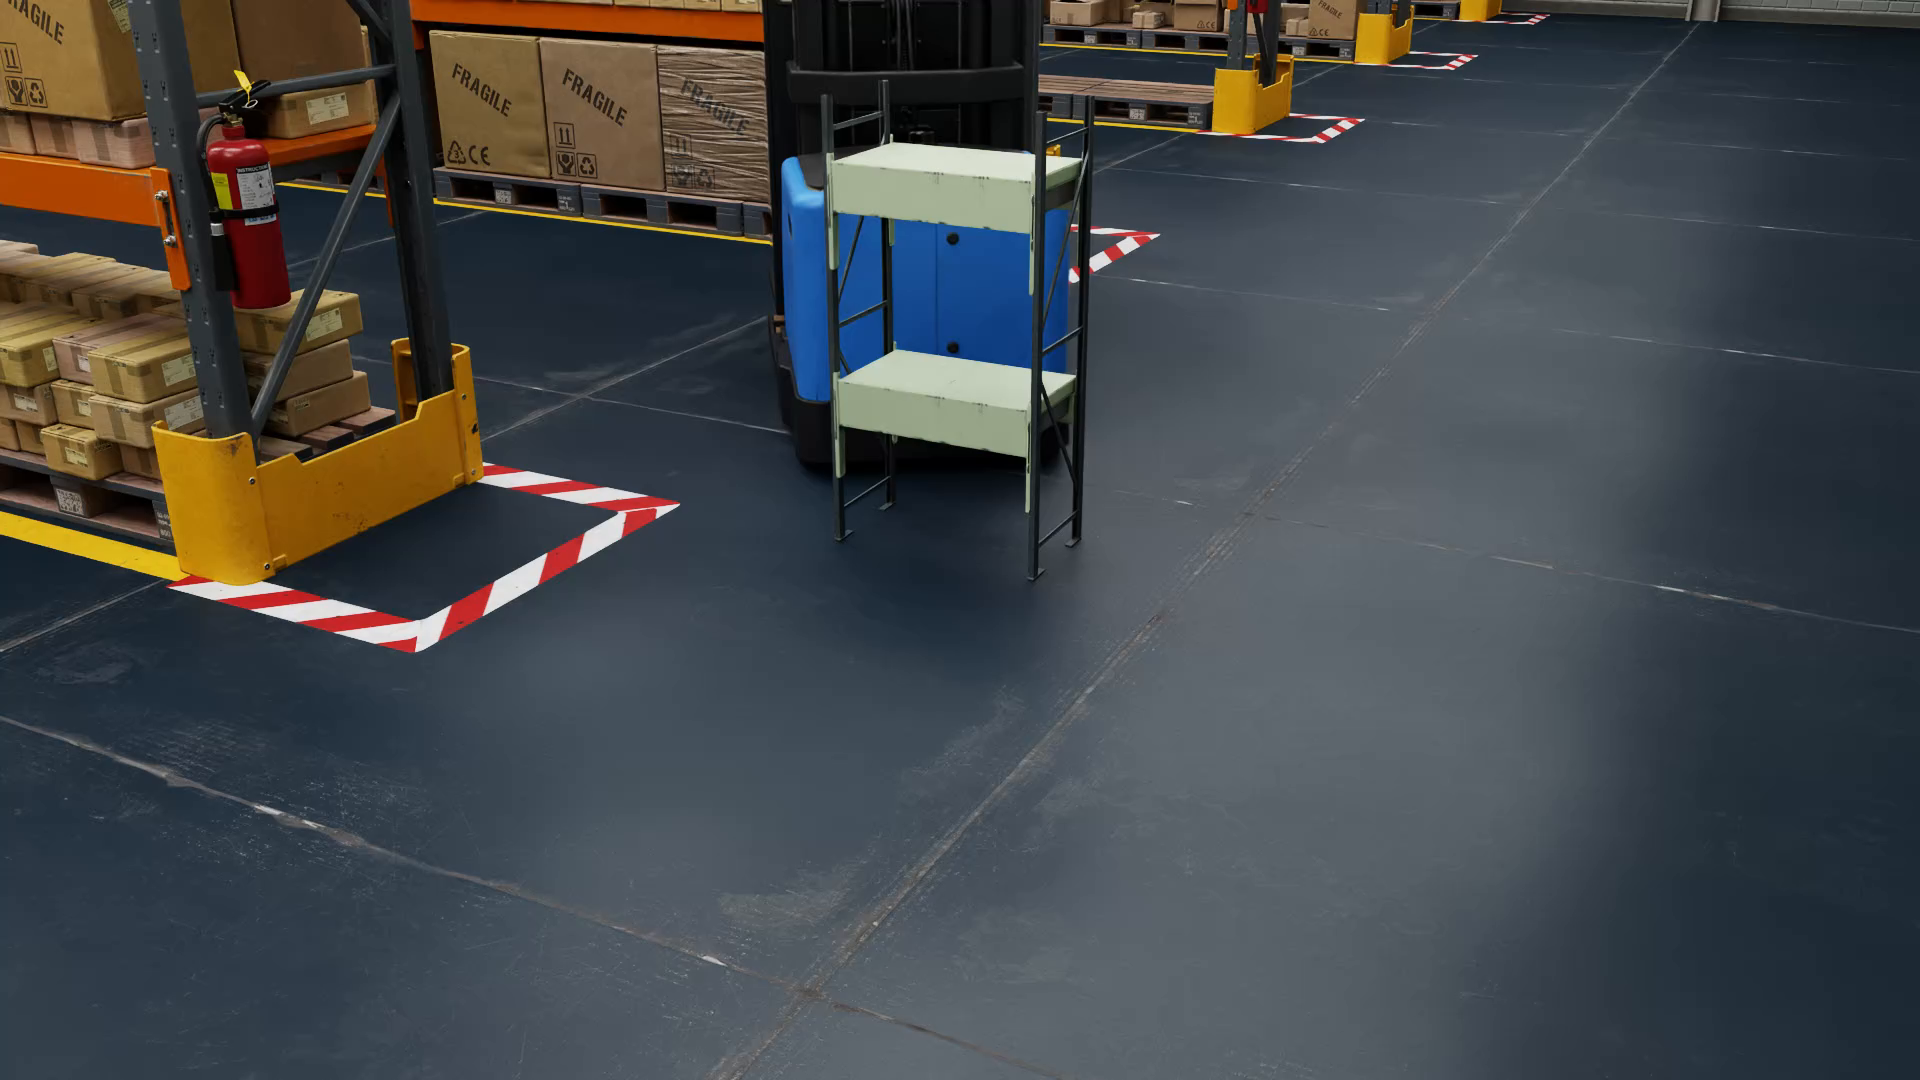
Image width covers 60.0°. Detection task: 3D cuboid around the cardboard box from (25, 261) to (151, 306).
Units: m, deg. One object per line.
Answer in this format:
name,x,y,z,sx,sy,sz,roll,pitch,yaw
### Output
cardboard box,-3.418,-0.973,6.550,0.250,0.149,0.380,12,26,27

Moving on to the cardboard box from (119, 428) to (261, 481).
cardboard box,-2.699,-0.345,5.834,0.250,0.149,0.380,12,26,25

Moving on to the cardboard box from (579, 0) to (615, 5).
cardboard box,-2.106,-3.351,10.119,0.250,0.149,0.380,12,26,25

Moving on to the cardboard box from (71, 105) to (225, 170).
cardboard box,-2.553,-1.287,5.263,0.250,0.149,0.380,11,25,25

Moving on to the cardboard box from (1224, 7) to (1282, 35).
cardboard box,3.236,-5.742,18.371,0.500,0.250,0.500,11,25,25

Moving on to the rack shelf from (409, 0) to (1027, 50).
rack shelf,-1.592,-3.180,10.314,4.000,0.370,1.077,11,25,25

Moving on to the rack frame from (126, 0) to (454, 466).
rack frame,-2.135,-1.443,5.311,0.127,3.000,1.000,11,25,25

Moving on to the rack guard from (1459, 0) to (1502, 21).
rack guard,6.920,-7.193,22.025,0.348,0.500,1.175,11,25,25

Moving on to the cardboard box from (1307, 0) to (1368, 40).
cardboard box,4.070,-5.679,17.903,0.500,0.500,0.500,11,25,25

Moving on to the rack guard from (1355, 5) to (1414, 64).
rack guard,4.599,-5.480,17.997,0.348,0.500,1.175,11,25,25

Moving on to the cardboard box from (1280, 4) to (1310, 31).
cardboard box,3.863,-5.837,18.595,0.500,0.250,0.500,11,25,25

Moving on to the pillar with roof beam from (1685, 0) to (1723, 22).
pillar with roof beam,7.756,-9.430,16.426,0.400,9.000,9.100,11,25,25

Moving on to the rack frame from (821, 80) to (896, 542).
rack frame,-0.333,-0.756,5.611,0.023,1.500,0.400,11,25,25

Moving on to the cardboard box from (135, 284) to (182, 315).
cardboard box,-2.916,-0.905,6.392,0.250,0.149,0.380,11,25,24

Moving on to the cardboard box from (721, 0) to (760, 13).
cardboard box,-1.185,-3.170,9.692,0.250,0.149,0.380,11,25,23

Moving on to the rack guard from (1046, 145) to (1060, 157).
rack guard,0.215,-2.003,9.822,0.348,0.500,1.175,11,25,25

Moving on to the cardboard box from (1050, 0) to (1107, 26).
cardboard box,1.374,-6.139,19.225,0.500,0.311,0.500,11,25,25

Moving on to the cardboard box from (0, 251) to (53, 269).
cardboard box,-3.900,-1.046,6.723,0.250,0.149,0.380,11,26,25

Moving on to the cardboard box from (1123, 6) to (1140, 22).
cardboard box,2.095,-6.167,19.499,0.250,0.149,0.380,11,25,25

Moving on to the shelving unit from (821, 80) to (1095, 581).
shelving unit,-0.006,-0.691,5.459,0.755,1.500,0.431,11,25,25

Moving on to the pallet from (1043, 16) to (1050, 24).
pallet,0.354,-6.170,19.990,1.213,0.211,1.003,11,25,25

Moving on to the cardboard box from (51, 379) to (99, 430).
cardboard box,-2.944,-0.520,5.866,0.250,0.149,0.380,11,25,23

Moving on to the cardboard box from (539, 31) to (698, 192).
cardboard box,-2.020,-2.776,10.623,0.875,0.875,0.875,11,25,25

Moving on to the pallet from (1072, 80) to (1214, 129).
pallet,1.710,-3.764,14.330,1.213,0.211,1.003,11,25,25

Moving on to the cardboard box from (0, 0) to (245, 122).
cardboard box,-2.652,-1.616,5.208,0.500,0.500,0.500,12,26,26

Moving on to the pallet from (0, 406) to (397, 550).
pallet,-2.912,-0.329,6.255,1.213,0.211,1.003,11,25,25

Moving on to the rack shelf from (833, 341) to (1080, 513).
rack shelf,-0.006,-0.391,5.587,0.720,0.370,0.431,11,25,25

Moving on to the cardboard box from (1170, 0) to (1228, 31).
cardboard box,2.776,-6.047,18.764,0.637,0.503,0.797,11,25,25

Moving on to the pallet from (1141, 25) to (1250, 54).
pallet,2.802,-5.703,18.891,1.213,0.211,1.003,11,25,25

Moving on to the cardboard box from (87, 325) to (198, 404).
cardboard box,-2.722,-0.603,5.682,0.250,0.149,0.380,12,26,25

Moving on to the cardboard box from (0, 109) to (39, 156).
cardboard box,-2.989,-1.383,5.489,0.250,0.149,0.380,11,25,24

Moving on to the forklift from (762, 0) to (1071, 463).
forklift,-0.308,-2.180,7.132,1.130,2.935,3.031,-3,23,-8

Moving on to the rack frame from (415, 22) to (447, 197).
rack frame,-3.376,-3.864,11.003,0.127,3.000,1.000,11,25,25

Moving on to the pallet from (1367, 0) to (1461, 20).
pallet,6.149,-7.178,22.359,1.213,0.211,1.003,11,25,25

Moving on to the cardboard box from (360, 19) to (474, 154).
cardboard box,-3.957,-3.186,11.586,0.875,0.875,1.225,11,26,25

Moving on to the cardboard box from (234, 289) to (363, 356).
cardboard box,-2.449,-0.810,6.167,0.250,0.149,0.380,10,25,22

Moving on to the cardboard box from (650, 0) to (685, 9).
cardboard box,-1.637,-3.260,9.904,0.250,0.149,0.380,12,26,26

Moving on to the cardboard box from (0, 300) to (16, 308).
cardboard box,-3.676,-0.765,6.062,0.250,0.149,0.380,12,26,26

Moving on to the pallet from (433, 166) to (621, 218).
pallet,-2.733,-2.419,11.169,1.213,0.211,1.003,11,25,25

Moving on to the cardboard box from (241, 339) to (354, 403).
cardboard box,-2.487,-0.644,6.157,0.250,0.149,0.380,12,26,27

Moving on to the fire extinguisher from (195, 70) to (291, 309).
fire extinguisher,-2.118,-1.030,4.915,0.183,0.674,0.296,11,25,25

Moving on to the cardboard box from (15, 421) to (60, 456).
cardboard box,-3.171,-0.432,6.038,0.250,0.149,0.380,11,25,24

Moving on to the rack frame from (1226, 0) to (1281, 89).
rack frame,2.428,-4.888,13.410,0.127,3.000,1.000,11,25,25

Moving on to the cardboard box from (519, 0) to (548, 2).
cardboard box,-2.557,-3.442,10.331,0.250,0.149,0.380,10,25,23

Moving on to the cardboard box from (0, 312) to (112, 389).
cardboard box,-3.208,-0.669,5.837,0.250,0.149,0.380,11,25,23

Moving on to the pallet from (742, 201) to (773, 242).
pallet,-0.556,-1.988,10.156,1.213,0.211,1.003,11,25,25
